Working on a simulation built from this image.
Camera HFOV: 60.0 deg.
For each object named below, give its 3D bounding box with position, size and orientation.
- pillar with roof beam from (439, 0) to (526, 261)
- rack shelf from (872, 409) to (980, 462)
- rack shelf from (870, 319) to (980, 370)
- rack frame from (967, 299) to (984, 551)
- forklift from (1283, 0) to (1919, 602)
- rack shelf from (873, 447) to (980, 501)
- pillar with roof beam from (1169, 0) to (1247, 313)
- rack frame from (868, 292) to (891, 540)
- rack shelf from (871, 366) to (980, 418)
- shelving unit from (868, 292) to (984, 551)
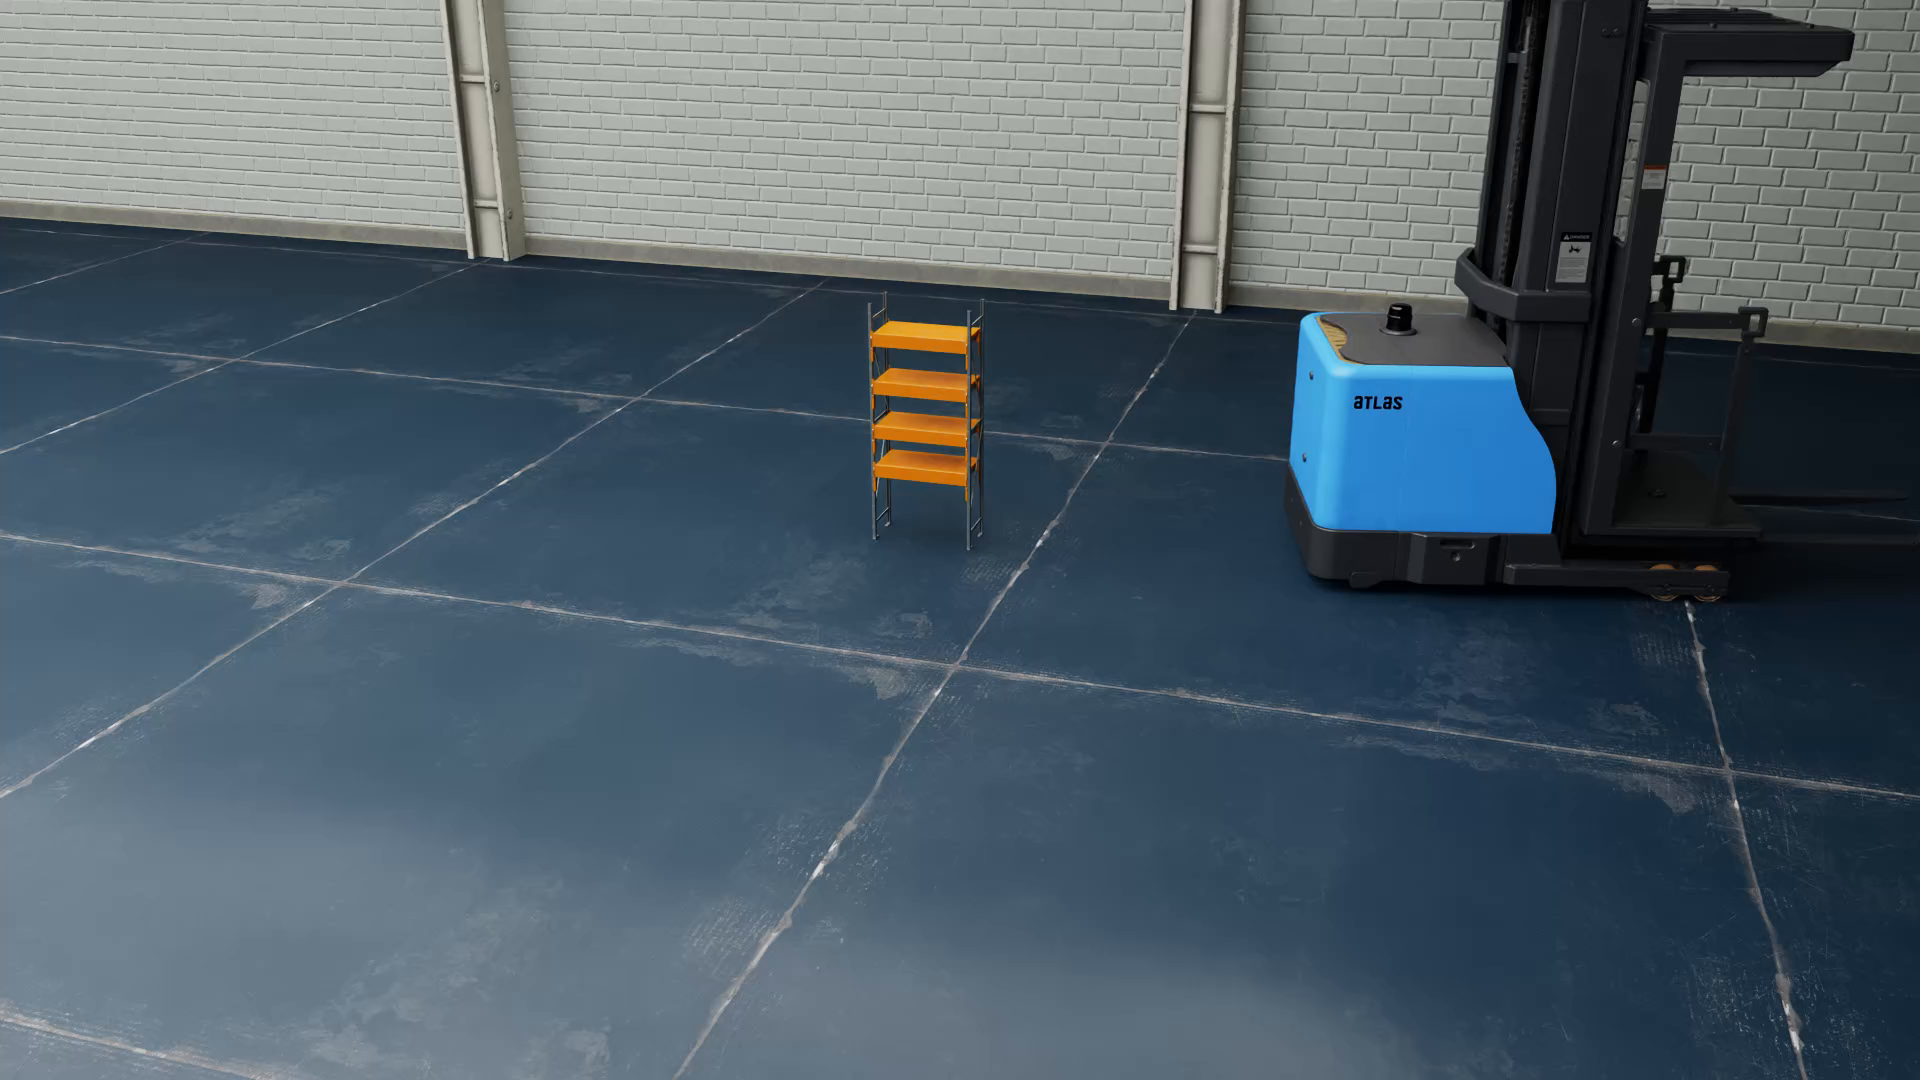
[{"bbox_3d":[-5.182,-5.023,8.659,0.400,9.000,9.100,7,23,16],"label":"pillar with roof beam"},{"bbox_3d":[-0.158,-0.511,8.112,0.480,0.148,0.258,7,23,16],"label":"rack shelf"},{"bbox_3d":[-0.158,-0.937,7.937,0.480,0.148,0.258,7,23,16],"label":"rack shelf"},{"bbox_3d":[0.075,-0.547,8.021,0.015,1.200,0.240,7,23,16],"label":"rack frame"},{"bbox_3d":[3.149,-1.281,7.530,3.031,2.935,1.130,1,22,3],"label":"forklift"},{"bbox_3d":[-0.158,-0.327,8.187,0.480,0.148,0.258,7,23,16],"label":"rack shelf"},{"bbox_3d":[0.562,-4.366,7.055,0.400,9.000,9.100,7,23,16],"label":"pillar with roof beam"},{"bbox_3d":[-0.392,-0.600,8.152,0.015,1.200,0.240,7,23,16],"label":"rack frame"},{"bbox_3d":[-0.158,-0.718,8.027,0.480,0.148,0.258,7,23,16],"label":"rack shelf"},{"bbox_3d":[-0.158,-0.573,8.087,0.503,1.200,0.258,7,23,16],"label":"shelving unit"}]
